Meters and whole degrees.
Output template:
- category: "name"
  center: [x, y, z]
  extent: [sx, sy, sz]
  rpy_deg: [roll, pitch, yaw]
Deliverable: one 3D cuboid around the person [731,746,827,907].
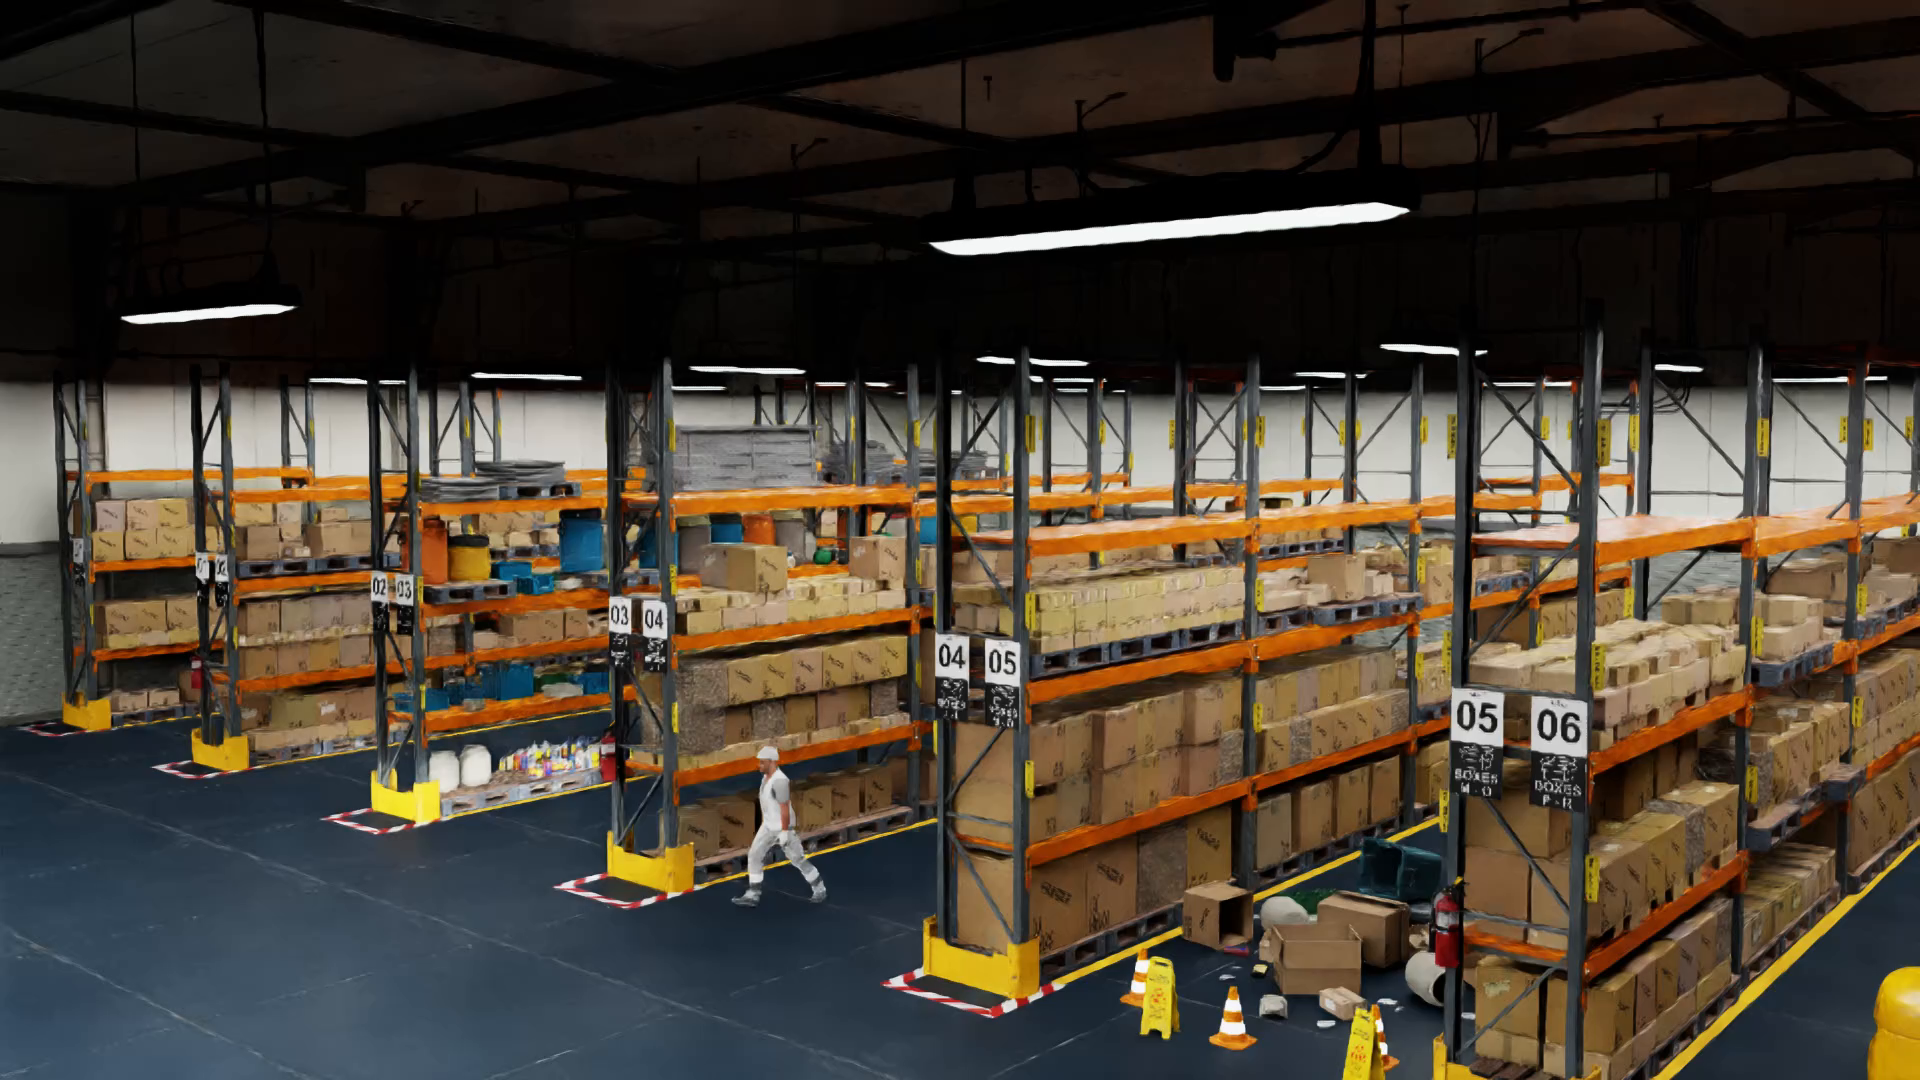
- category: "person"
  center: [-1.911, 3.034, 17.636]
  extent: [0.987, 1.734, 0.596]
  rpy_deg: [-2, 5, -30]
